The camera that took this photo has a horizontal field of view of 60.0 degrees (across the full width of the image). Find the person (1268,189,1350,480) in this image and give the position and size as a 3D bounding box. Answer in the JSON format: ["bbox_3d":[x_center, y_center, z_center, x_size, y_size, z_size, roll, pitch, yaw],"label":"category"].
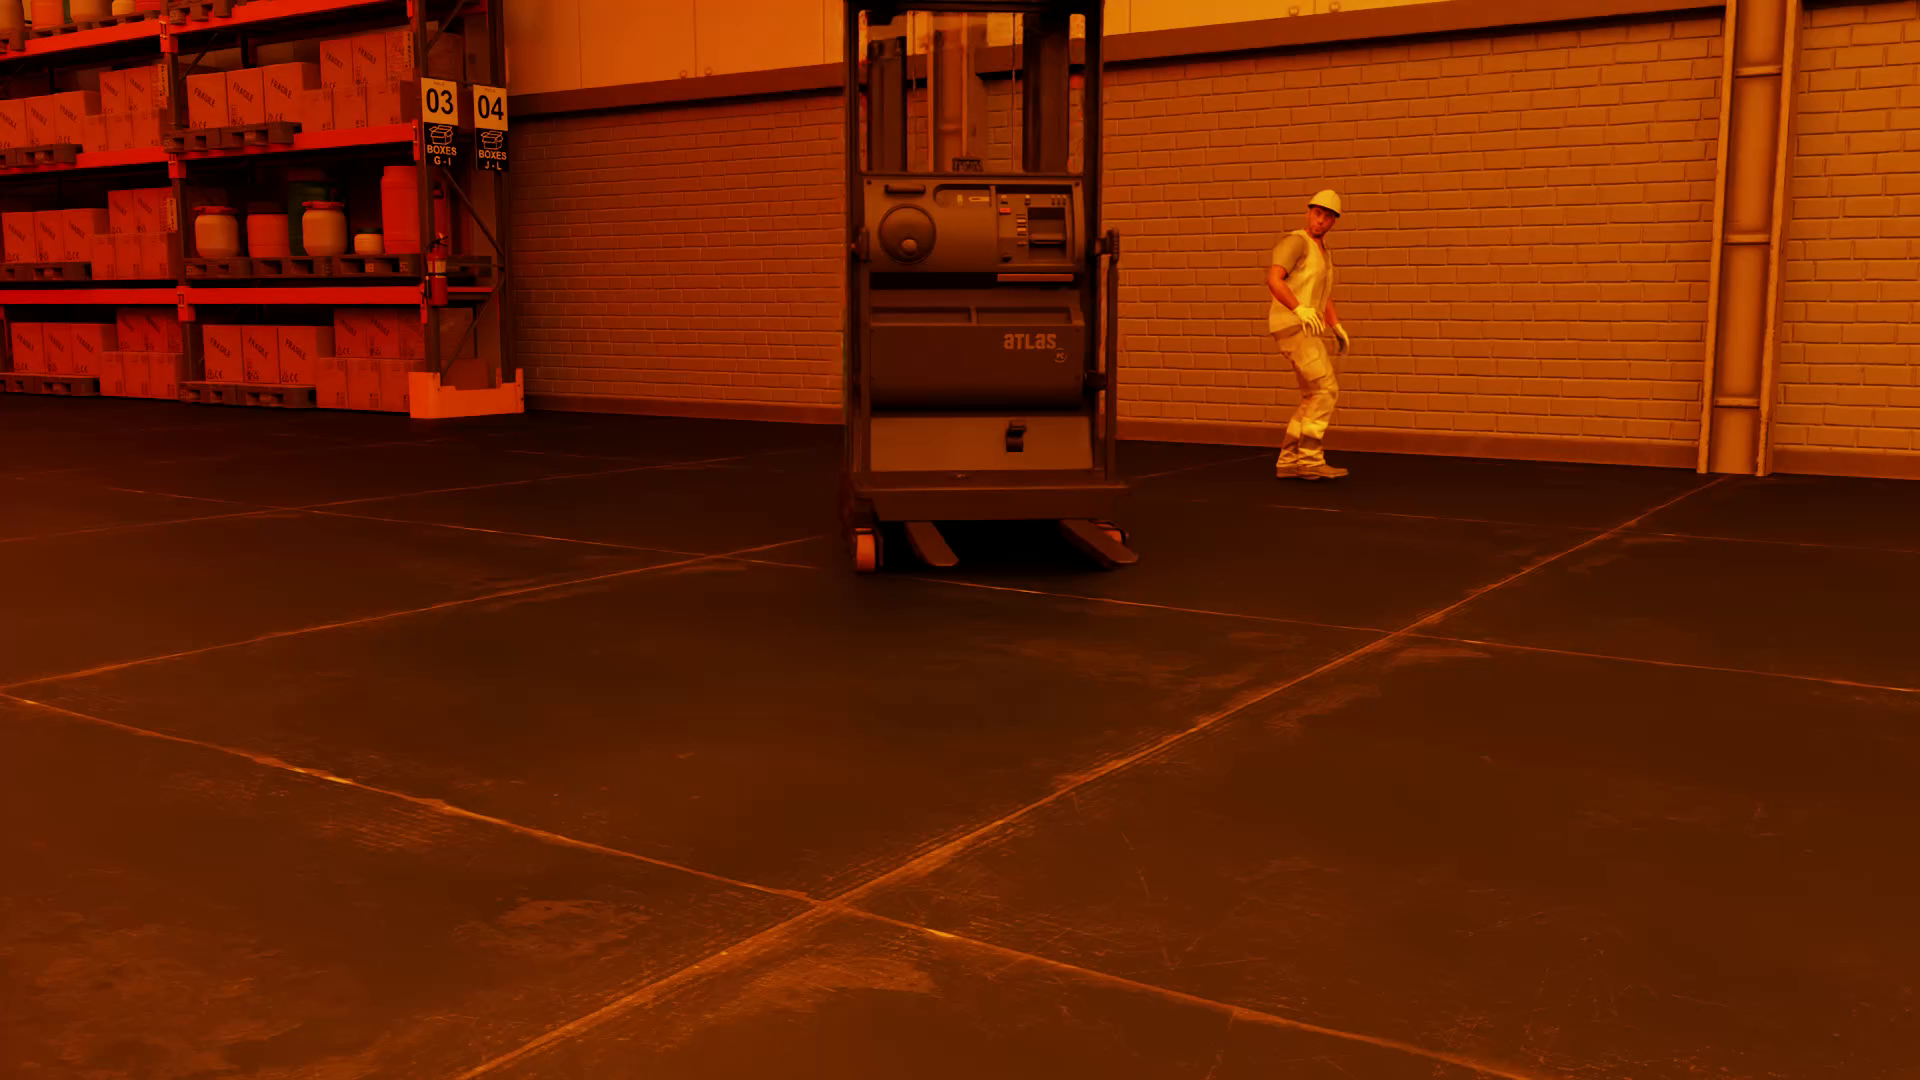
[{"bbox_3d":[2.148,-1.227,10.045,0.515,1.747,0.739,4,9,27],"label":"person"}]

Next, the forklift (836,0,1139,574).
[{"bbox_3d":[0.086,-1.364,6.788,1.130,2.935,3.031,-1,8,-6],"label":"forklift"}]
